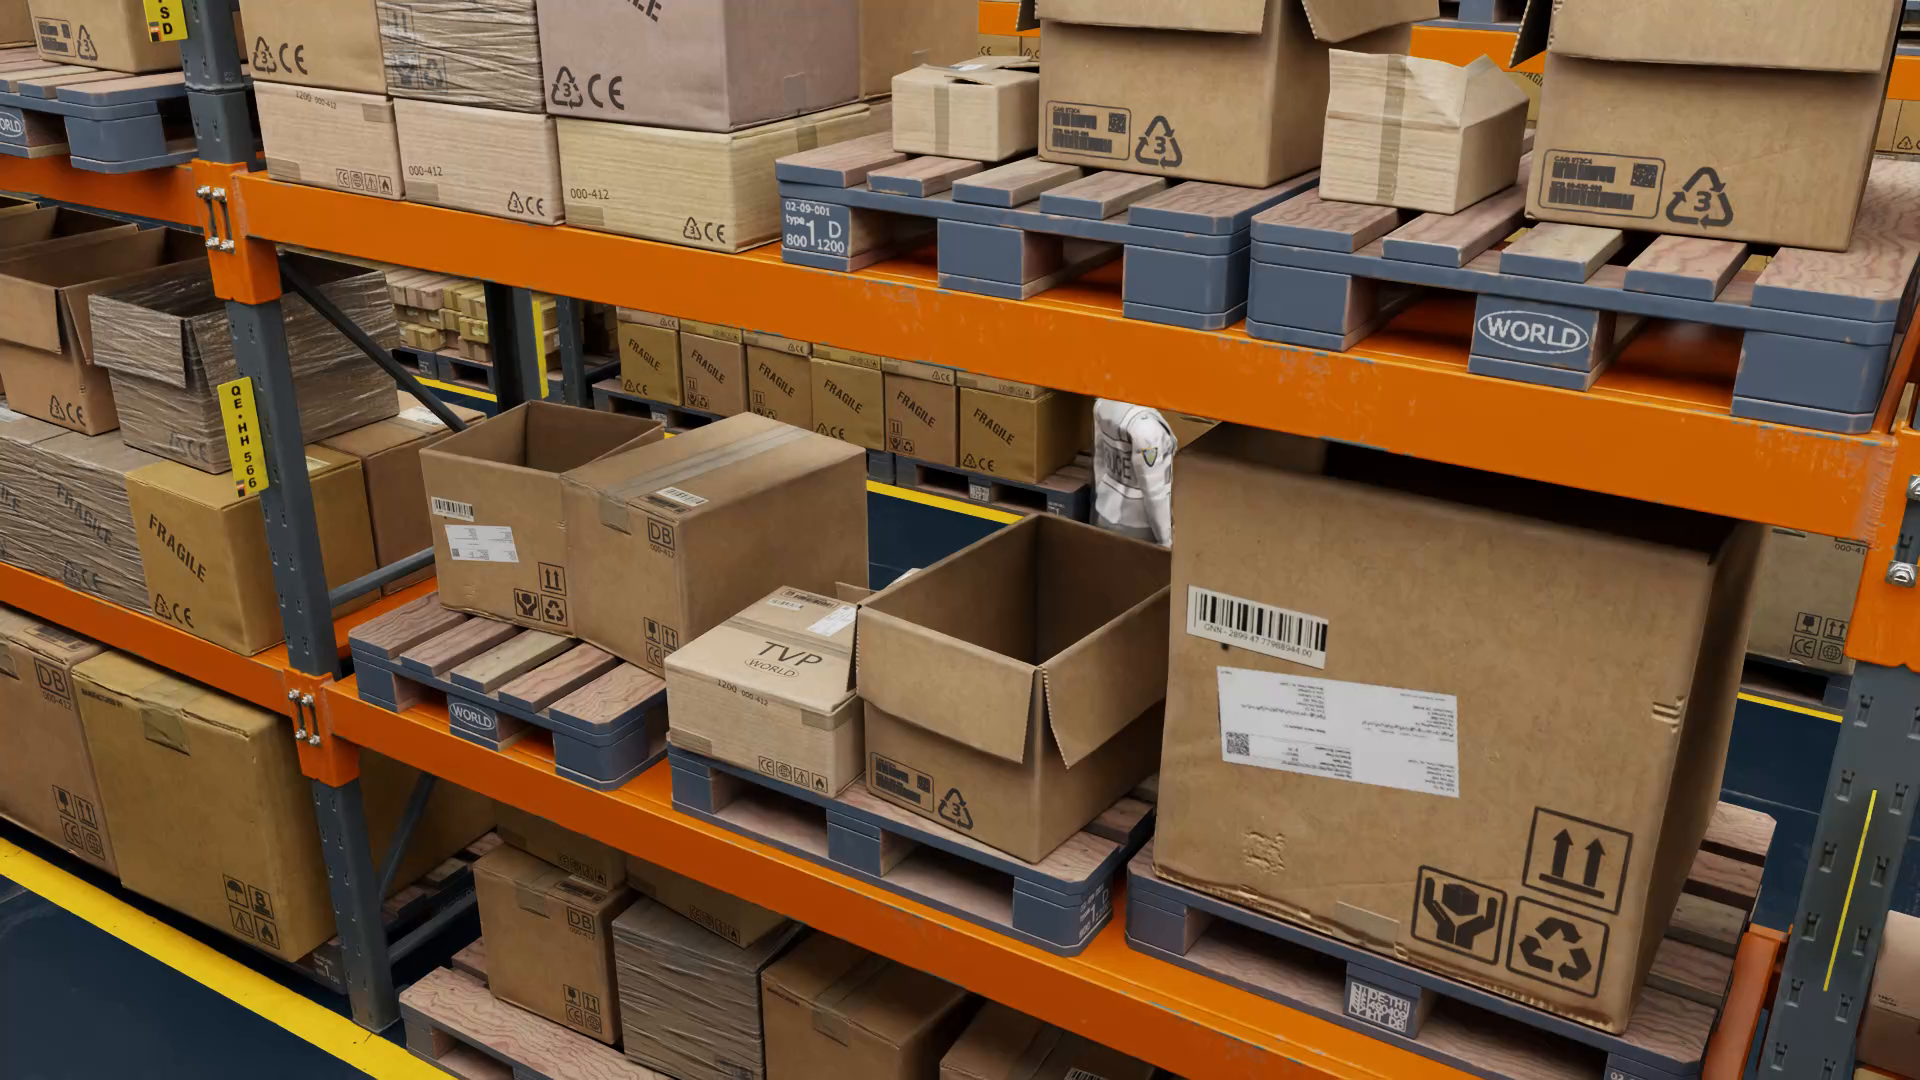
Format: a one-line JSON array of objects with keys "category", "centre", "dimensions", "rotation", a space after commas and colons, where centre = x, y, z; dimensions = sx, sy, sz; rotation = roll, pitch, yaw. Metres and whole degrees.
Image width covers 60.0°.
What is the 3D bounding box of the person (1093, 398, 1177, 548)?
[{"category": "person", "centre": [0.780, -0.057, 7.226], "dimensions": [0.374, 1.709, 0.527], "rotation": [-10, 25, -21]}]
